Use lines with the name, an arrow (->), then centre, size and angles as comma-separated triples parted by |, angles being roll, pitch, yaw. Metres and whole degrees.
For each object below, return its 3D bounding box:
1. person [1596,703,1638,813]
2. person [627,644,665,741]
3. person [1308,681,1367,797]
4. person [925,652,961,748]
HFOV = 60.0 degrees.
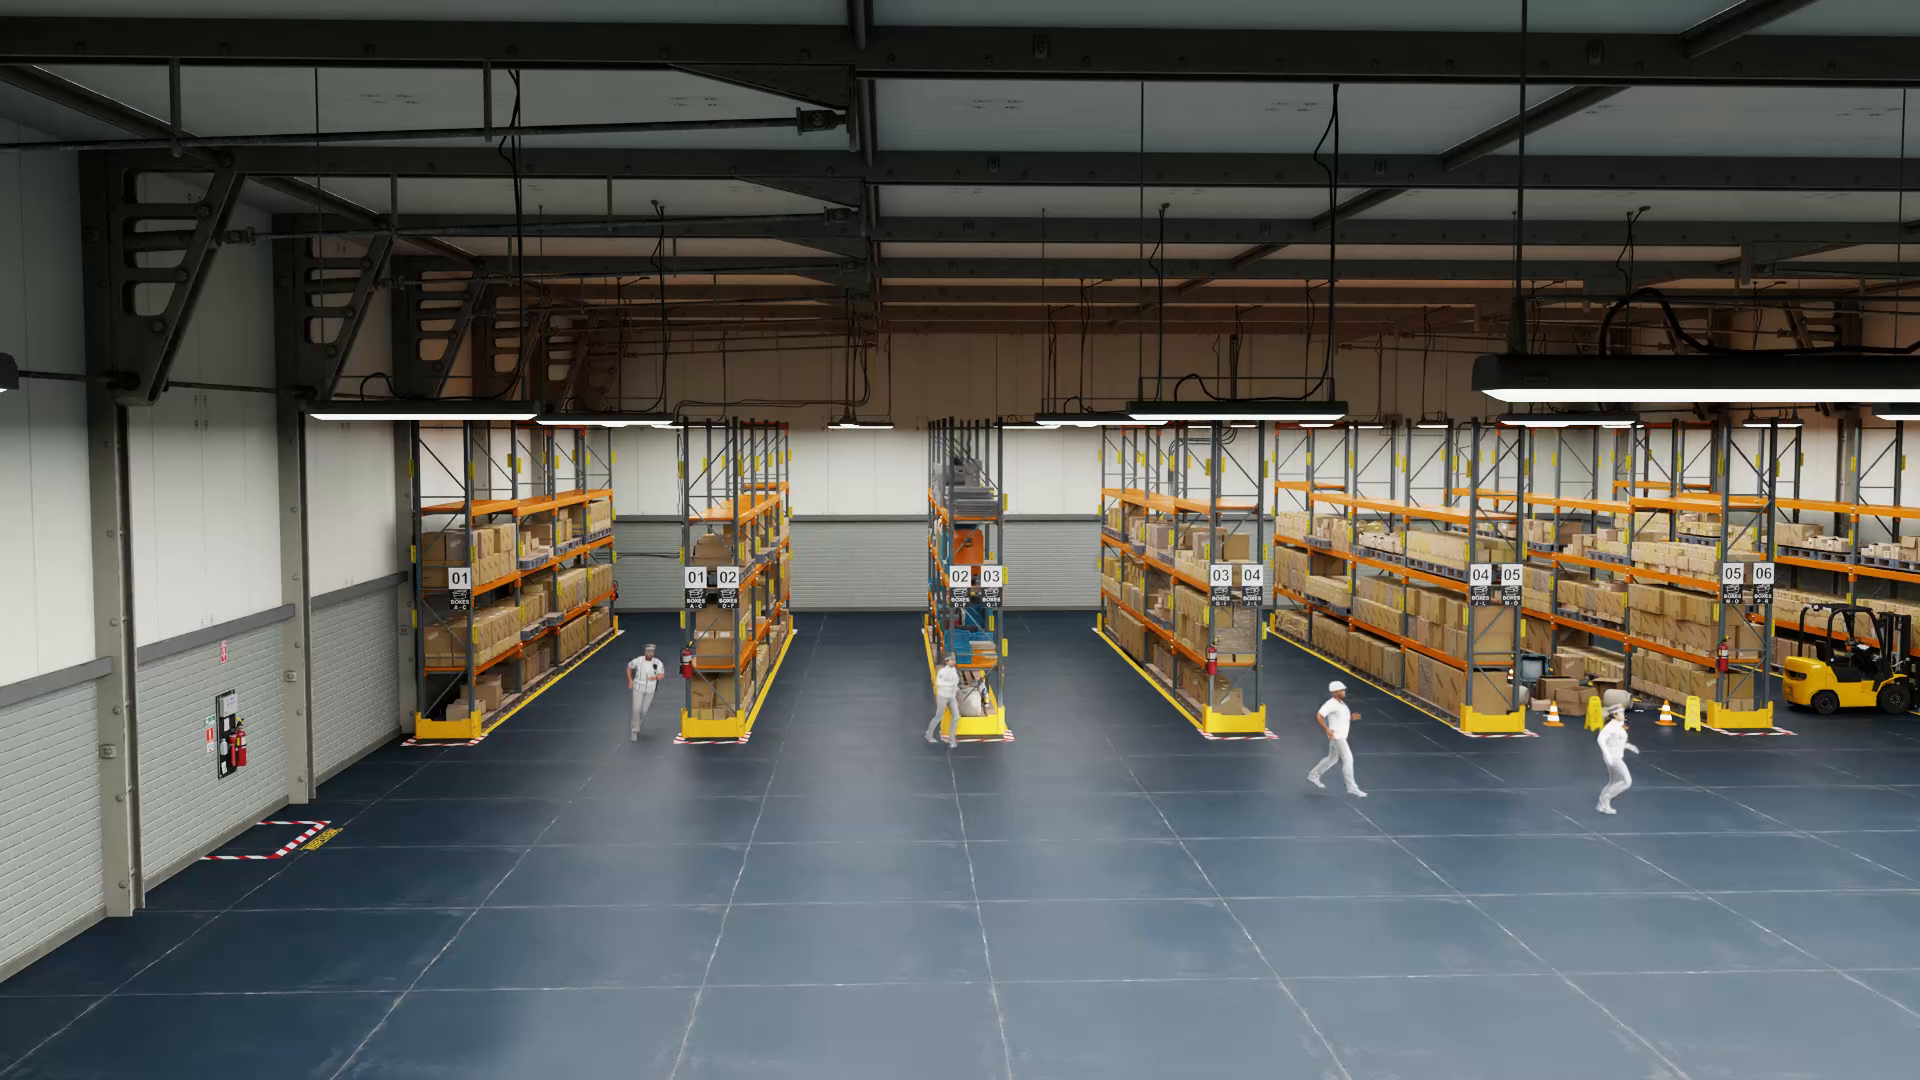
person -> 9.834, 3.263, 24.870 | 0.567, 1.661, 0.623 | 2, 4, 26
person -> -5.901, 2.832, 31.229 | 0.699, 1.794, 0.868 | -1, 4, -20
person -> 5.942, 3.103, 26.153 | 0.959, 1.772, 0.693 | 1, 4, 22
person -> -0.252, 2.904, 30.332 | 0.733, 1.749, 0.614 | 3, 5, 43
